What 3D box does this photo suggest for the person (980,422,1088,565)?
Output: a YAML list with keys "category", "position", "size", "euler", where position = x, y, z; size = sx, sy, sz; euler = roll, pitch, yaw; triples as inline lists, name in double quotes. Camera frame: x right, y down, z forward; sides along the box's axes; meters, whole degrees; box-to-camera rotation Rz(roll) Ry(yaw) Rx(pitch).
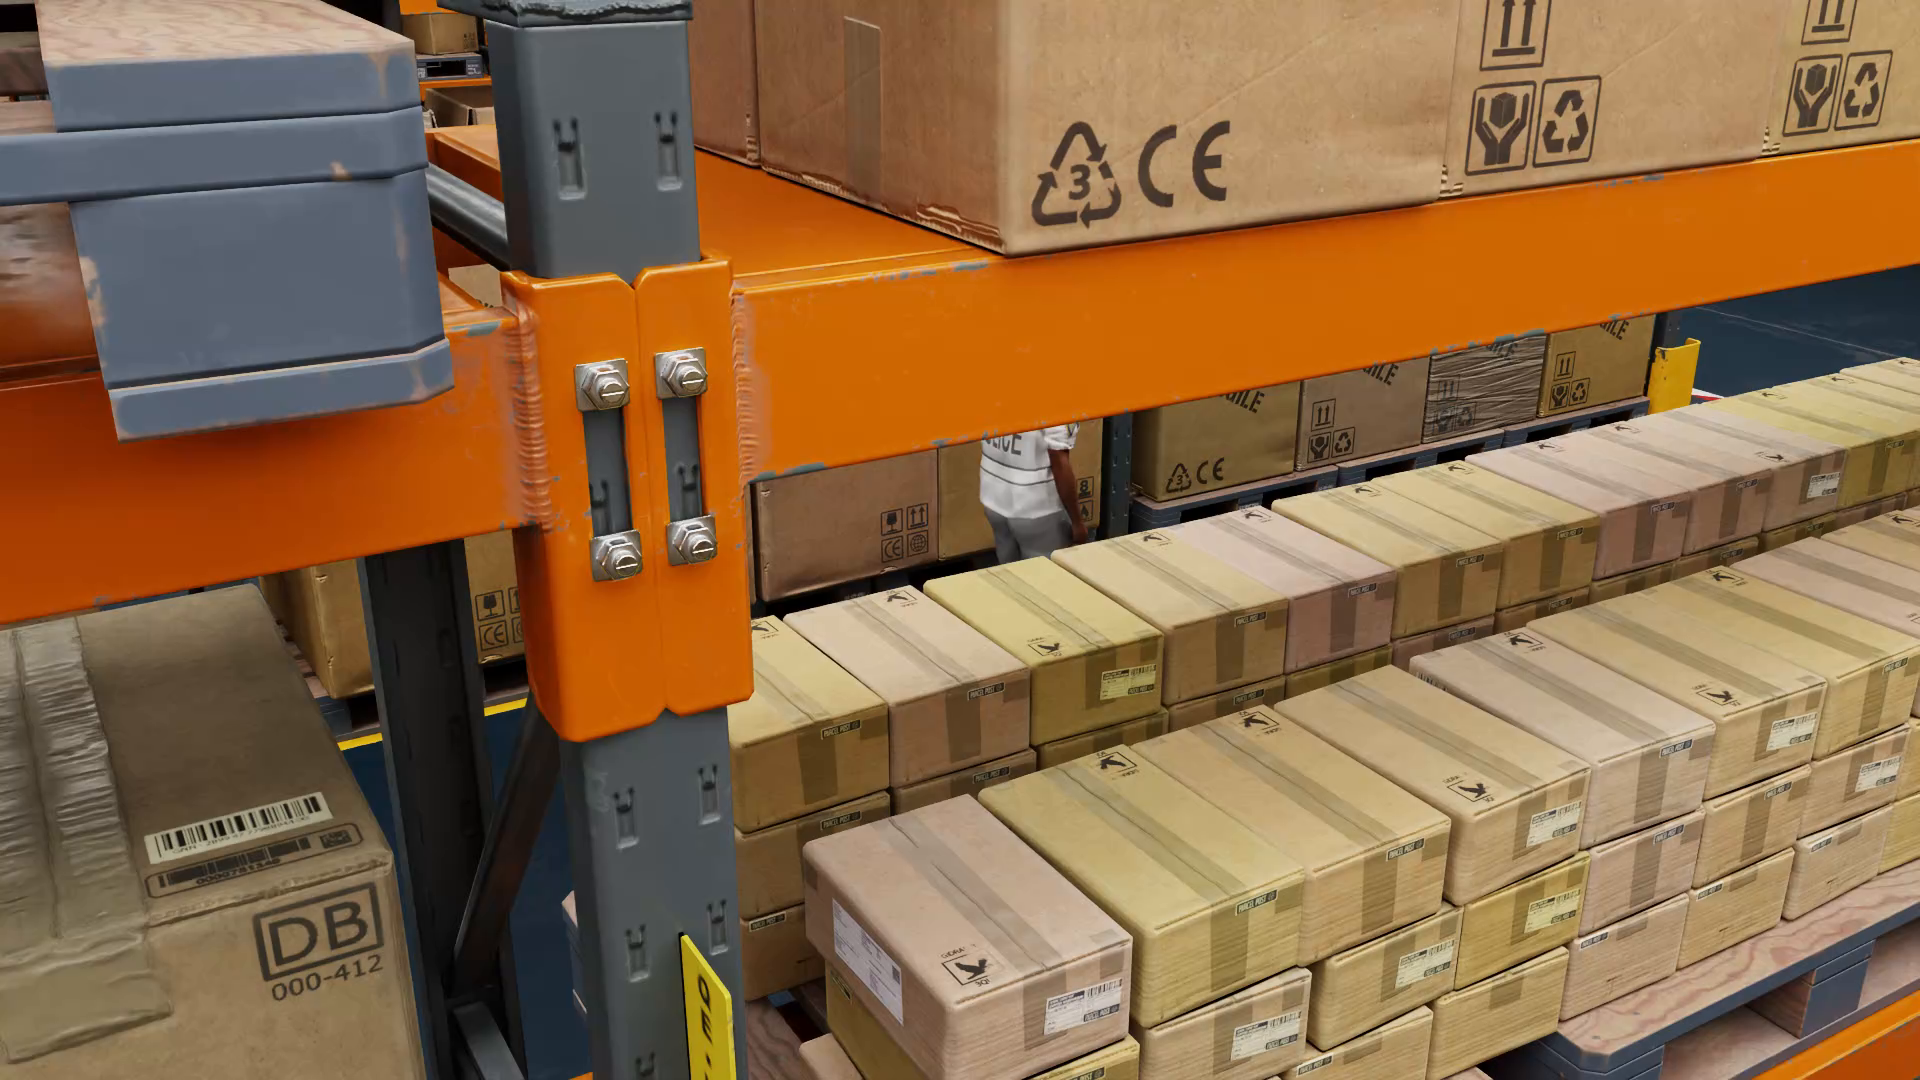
- category: "person"
  position: [0.298, -0.122, 6.386]
  size: [0.391, 1.664, 0.532]
  euler: [-14, 26, -31]
